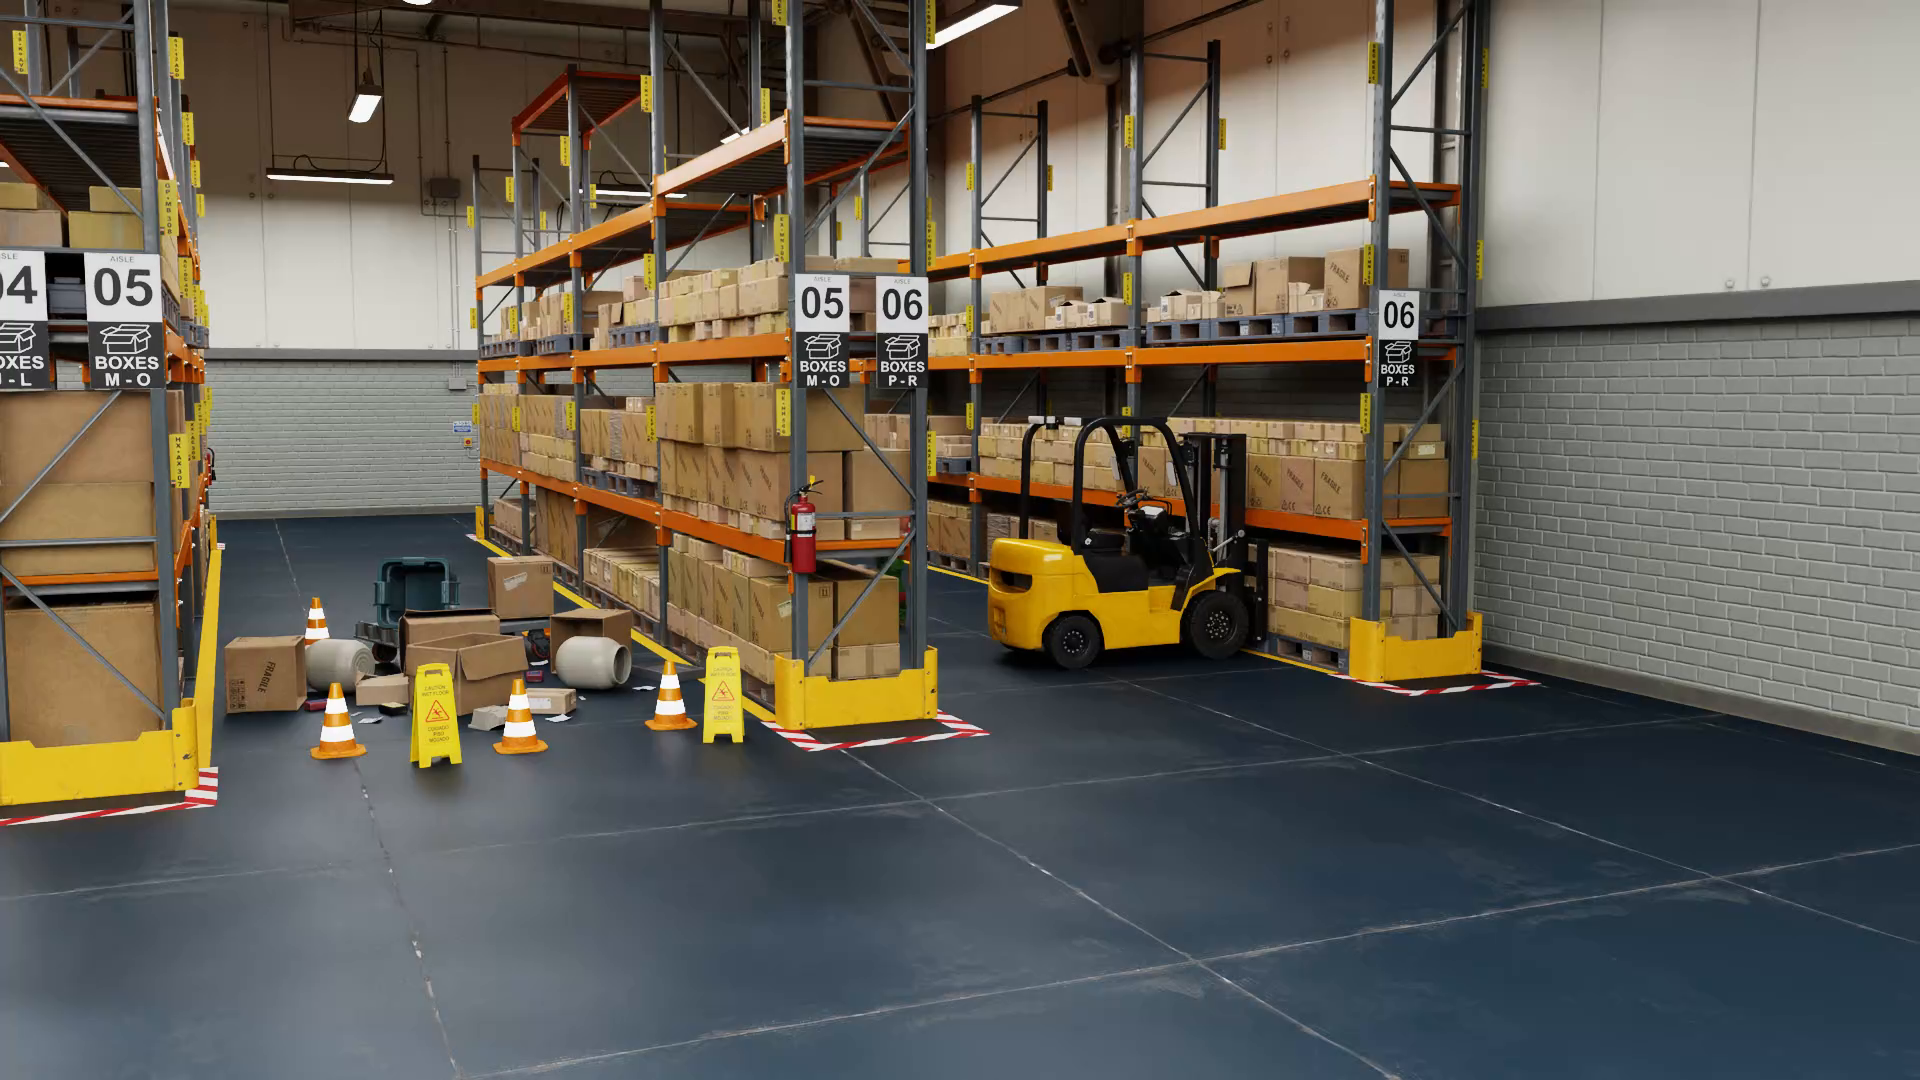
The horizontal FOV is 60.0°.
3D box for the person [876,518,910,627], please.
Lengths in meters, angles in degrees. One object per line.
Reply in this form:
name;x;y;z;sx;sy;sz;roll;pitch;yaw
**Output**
person;-0.710;-0.017;16.808;0.453;1.777;0.604;-3;6;-26
